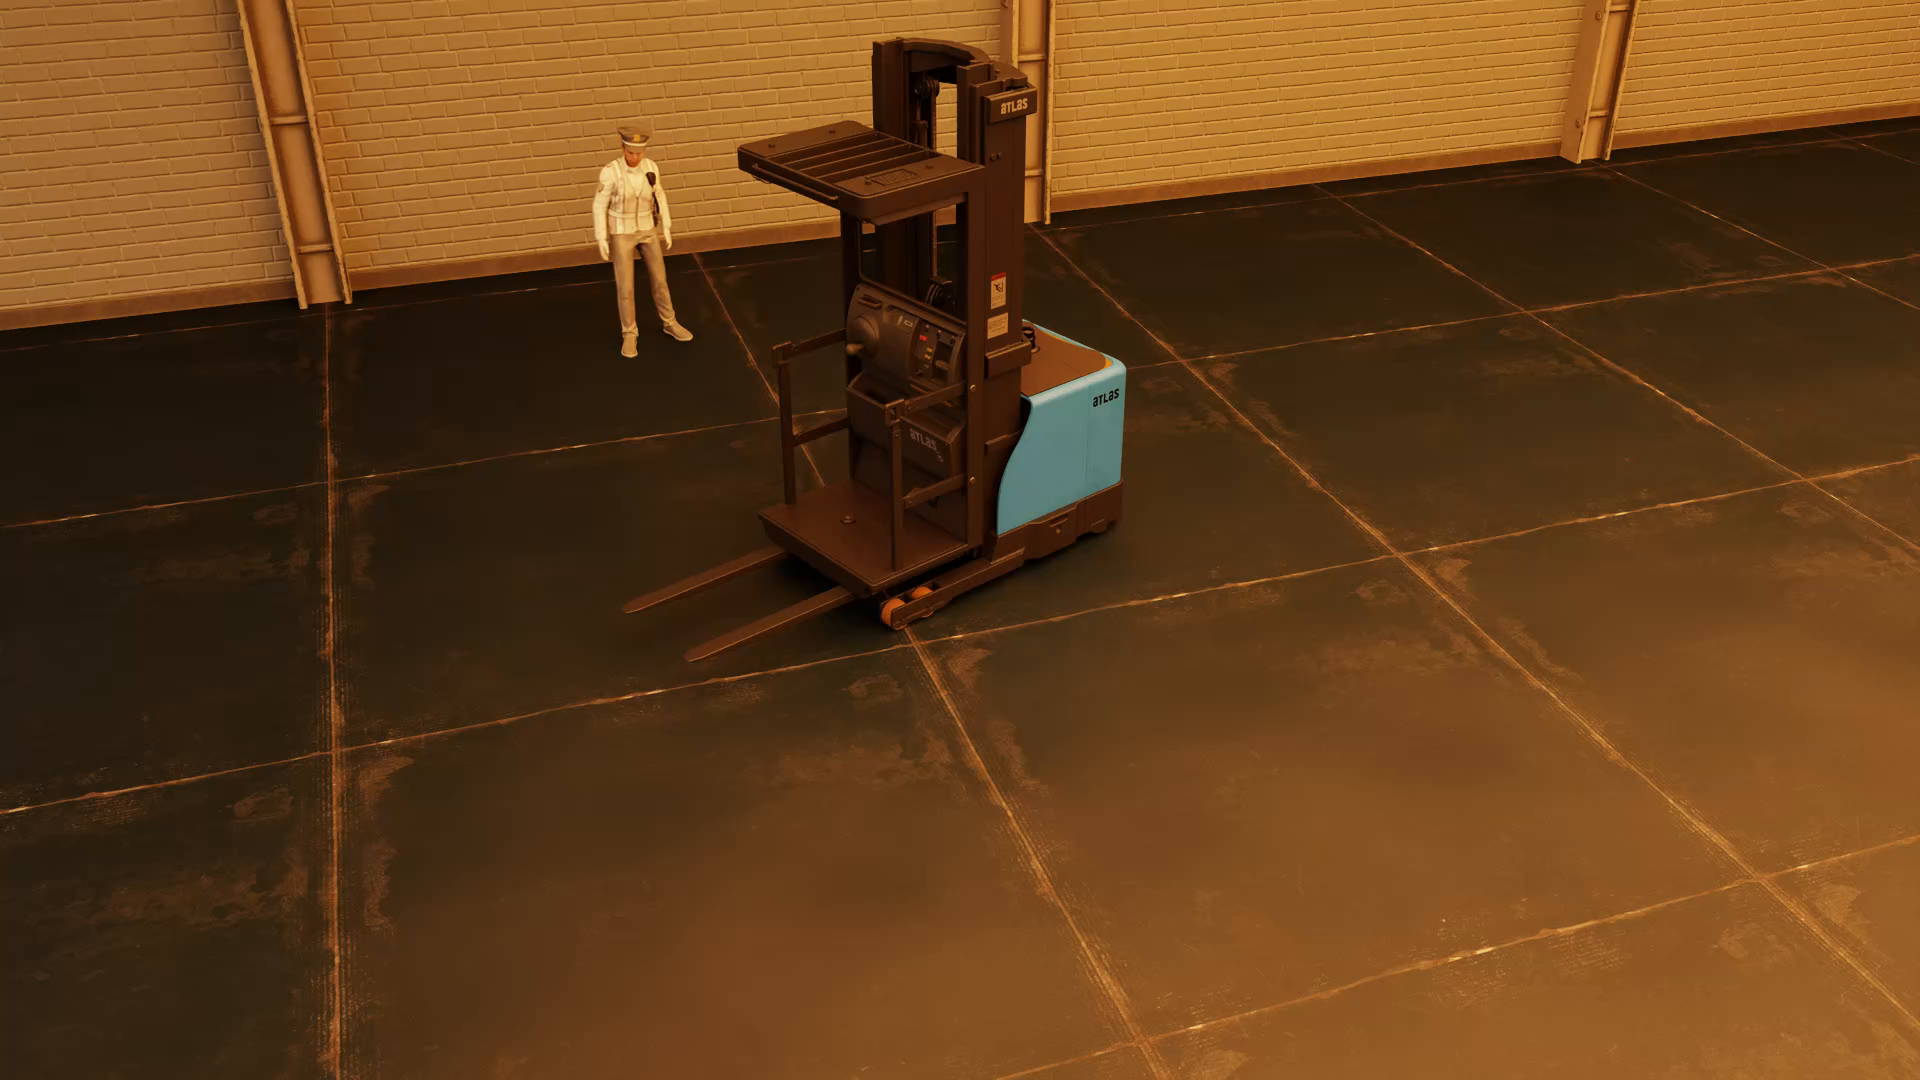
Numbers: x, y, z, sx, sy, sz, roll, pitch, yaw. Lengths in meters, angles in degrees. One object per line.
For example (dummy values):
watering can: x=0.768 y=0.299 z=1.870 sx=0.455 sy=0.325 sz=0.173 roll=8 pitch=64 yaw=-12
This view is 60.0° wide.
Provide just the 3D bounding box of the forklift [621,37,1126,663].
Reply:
forklift: x=-0.461 y=-1.072 z=8.951 sx=3.031 sy=2.935 sz=1.130 roll=-23 pitch=37 yaw=-34

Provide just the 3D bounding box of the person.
person: x=-2.369 y=-2.221 z=12.225 sx=0.633 sy=1.667 sz=0.417 roll=-18 pitch=34 yaw=-28
